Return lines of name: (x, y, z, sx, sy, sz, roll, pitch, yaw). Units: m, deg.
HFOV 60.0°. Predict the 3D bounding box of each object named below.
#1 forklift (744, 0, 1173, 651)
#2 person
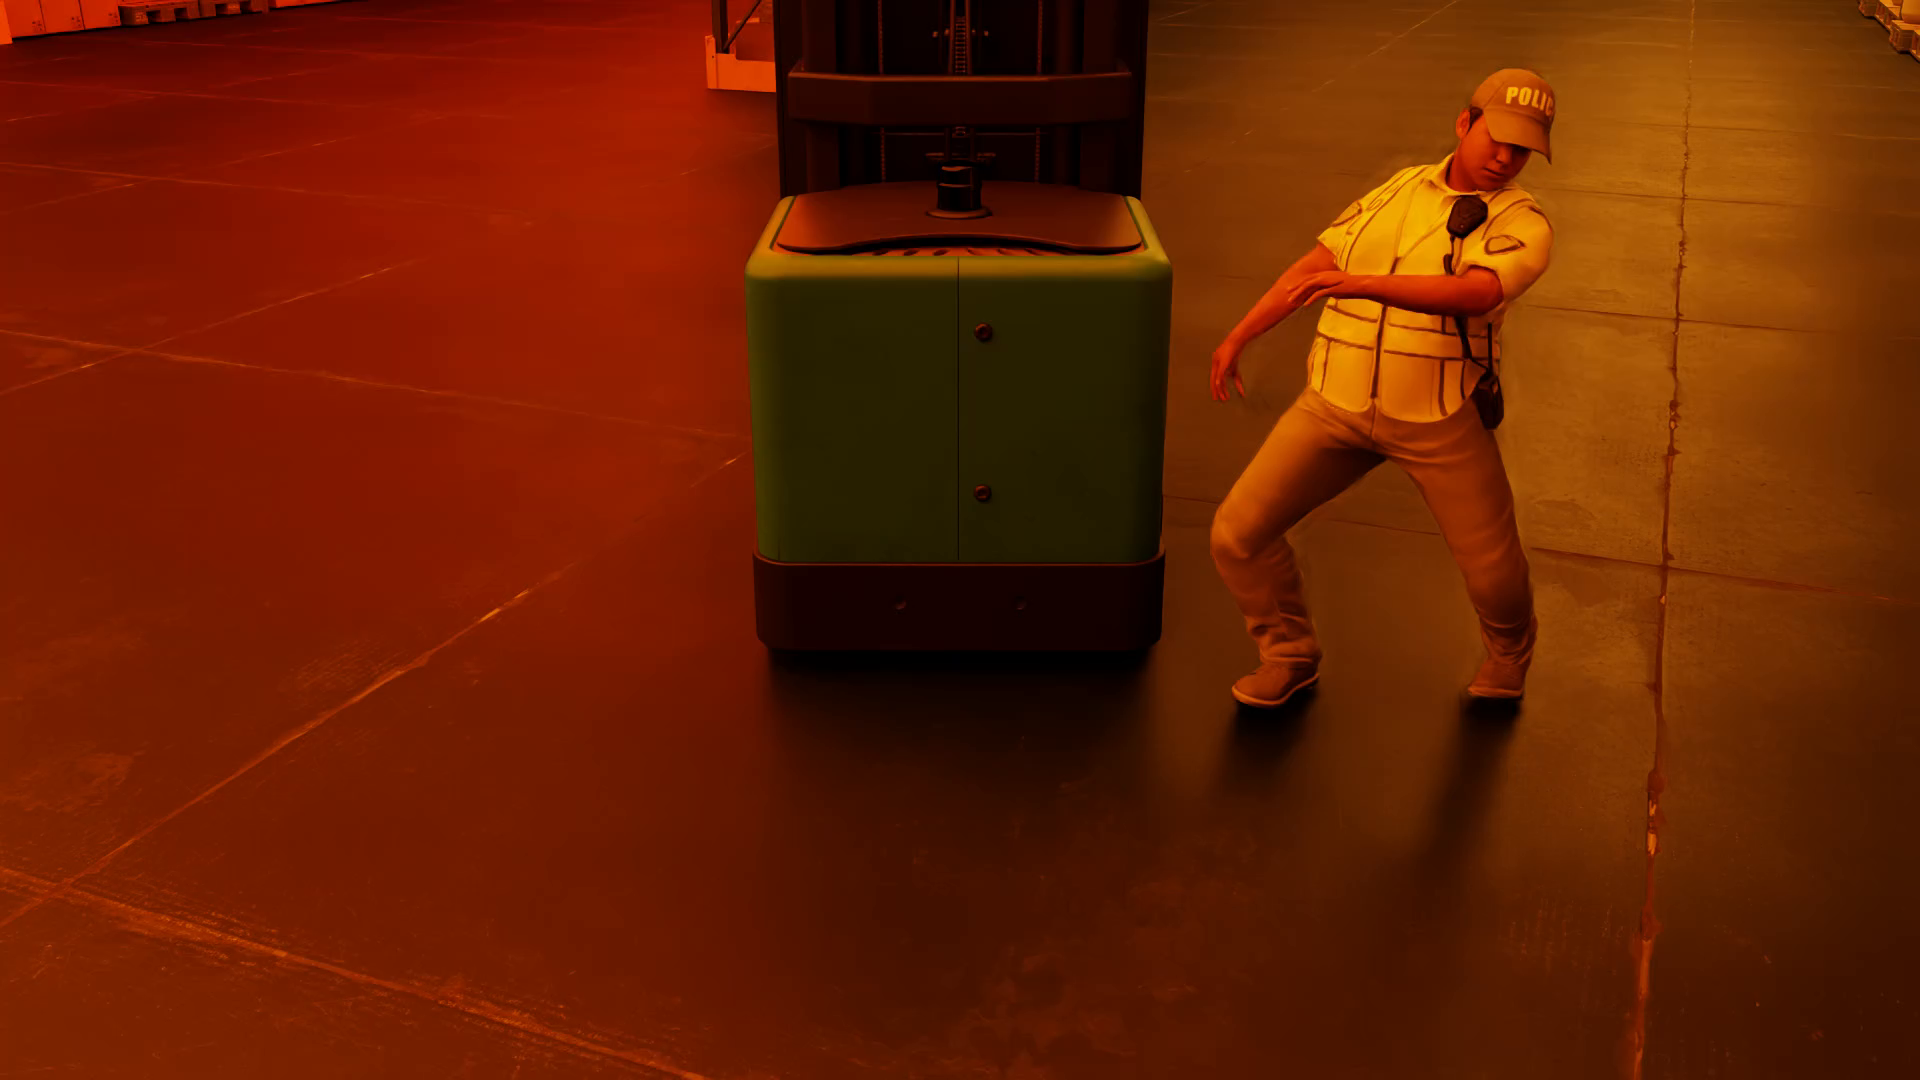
forklift: (0.002, -1.587, 5.089, 1.130, 2.935, 3.031, 0, 23, 0)
person: (0.942, -0.305, 3.830, 0.799, 1.505, 0.809, 14, 26, 29)
